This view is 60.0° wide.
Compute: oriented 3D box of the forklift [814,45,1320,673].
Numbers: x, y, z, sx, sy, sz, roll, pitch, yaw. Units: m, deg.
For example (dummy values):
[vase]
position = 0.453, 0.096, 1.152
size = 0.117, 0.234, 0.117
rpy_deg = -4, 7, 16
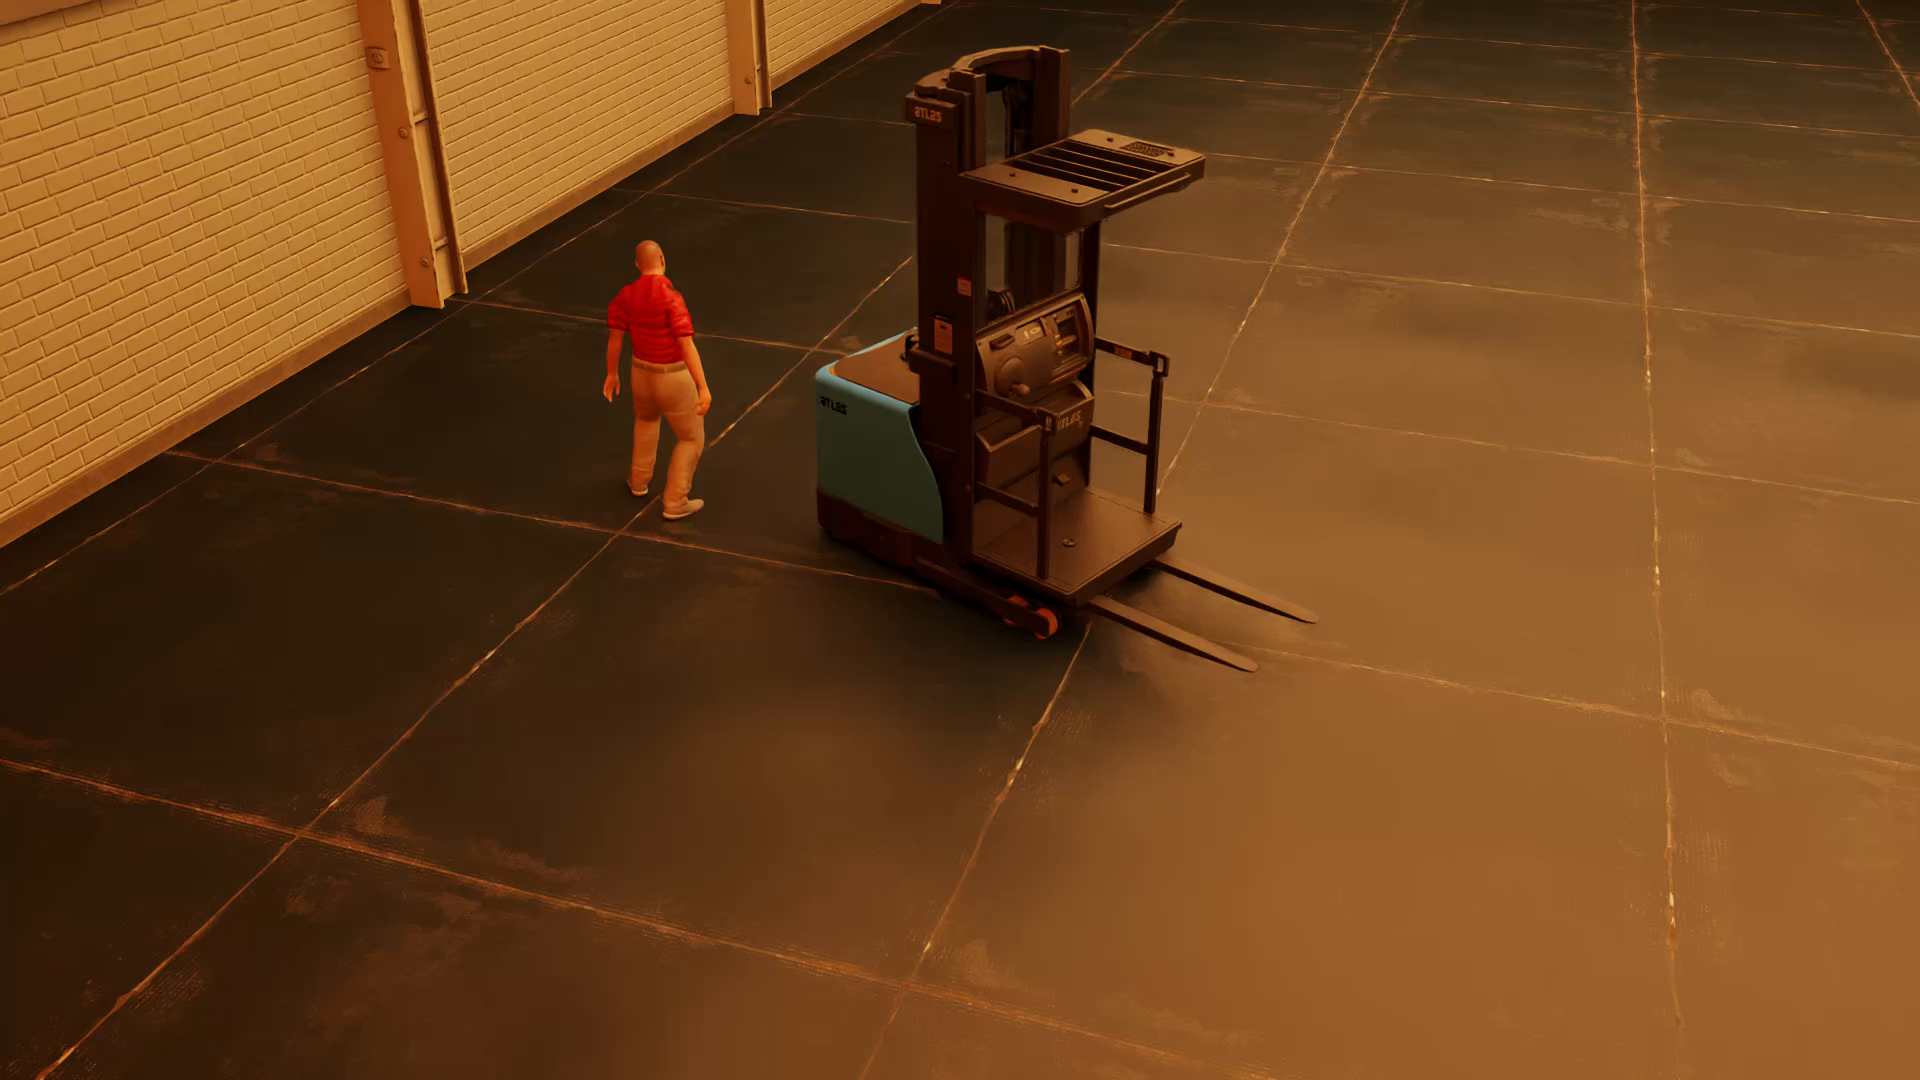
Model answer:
[forklift]
position = 0.572, -1.026, 8.935
size = 3.031, 2.935, 1.130
rpy_deg = 23, 37, 35

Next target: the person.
[person]
position = -1.833, -0.962, 10.119
size = 0.879, 1.704, 0.425
rpy_deg = 18, 34, 29
